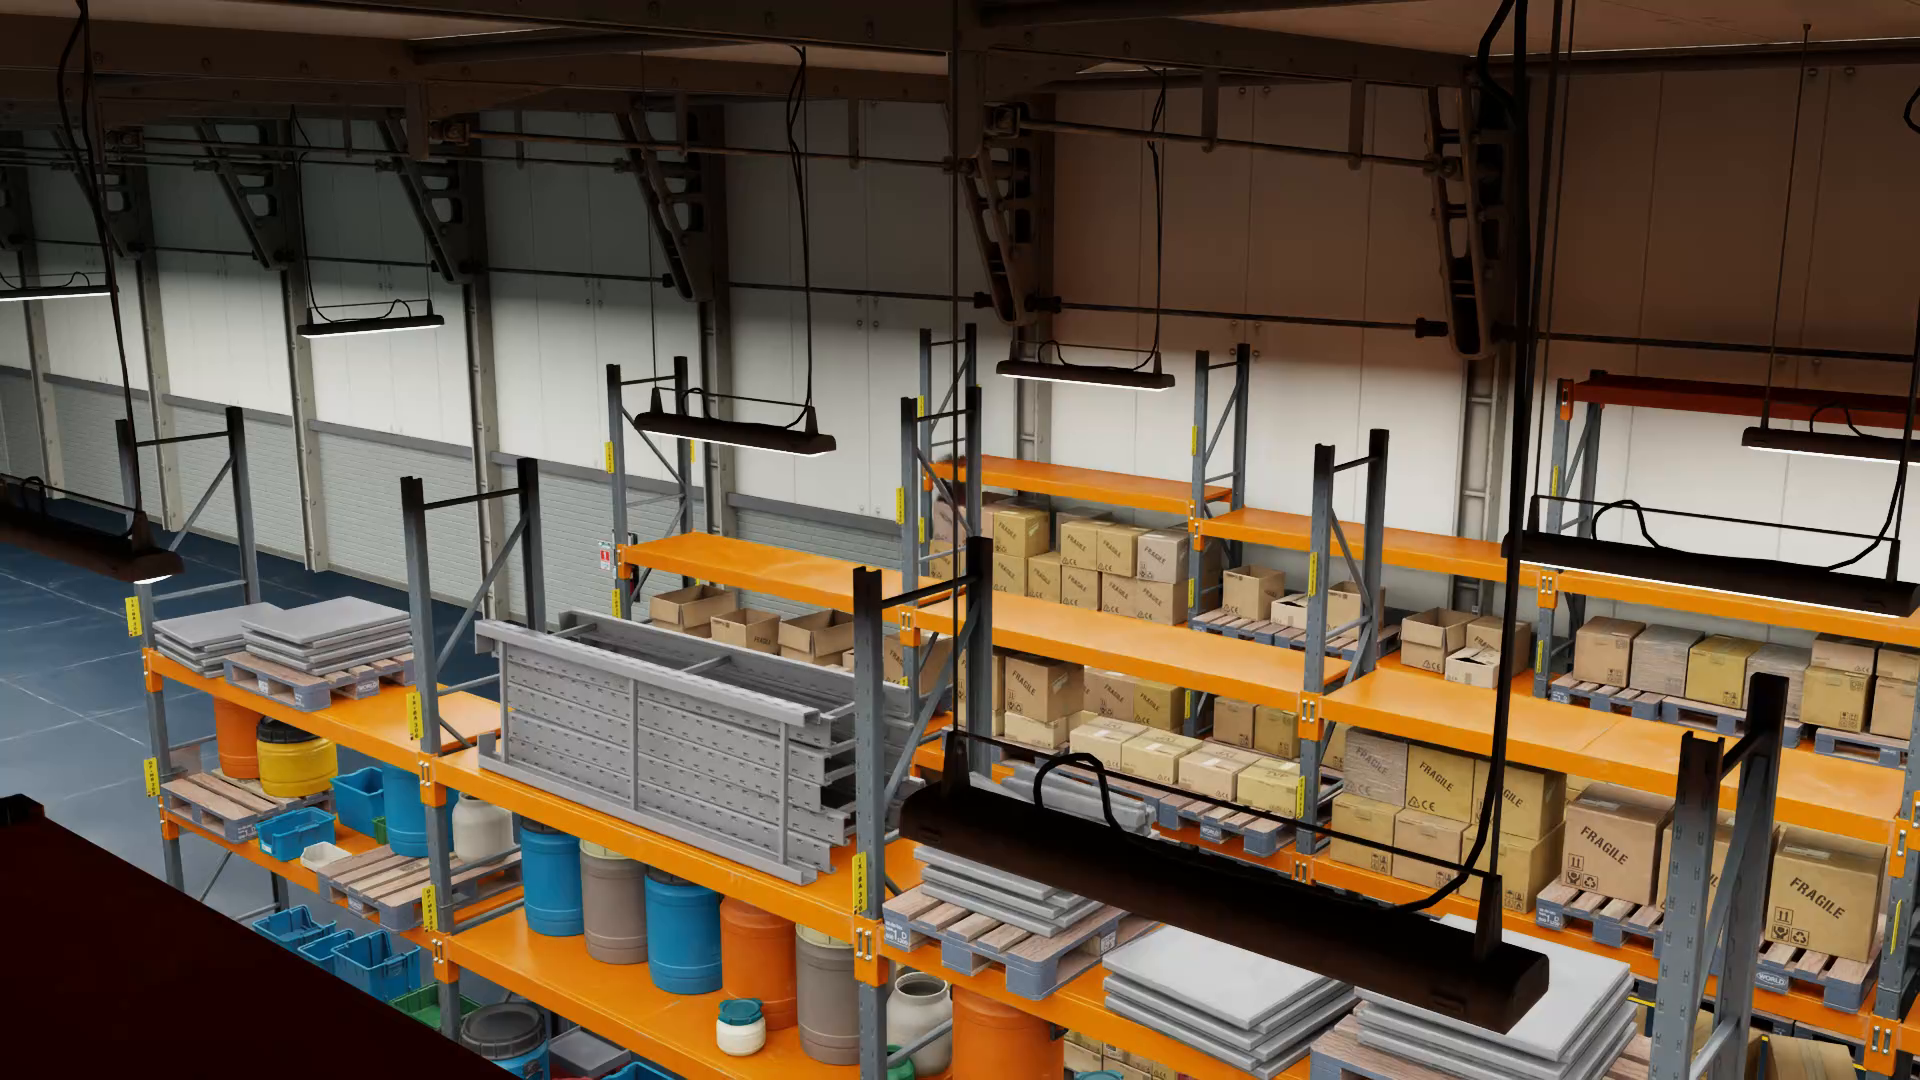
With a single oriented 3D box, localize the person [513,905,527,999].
[{"bbox_3d":[-4.059,3.704,16.115,0.529,1.685,0.589,-1,13,-3],"label":"person"}]
